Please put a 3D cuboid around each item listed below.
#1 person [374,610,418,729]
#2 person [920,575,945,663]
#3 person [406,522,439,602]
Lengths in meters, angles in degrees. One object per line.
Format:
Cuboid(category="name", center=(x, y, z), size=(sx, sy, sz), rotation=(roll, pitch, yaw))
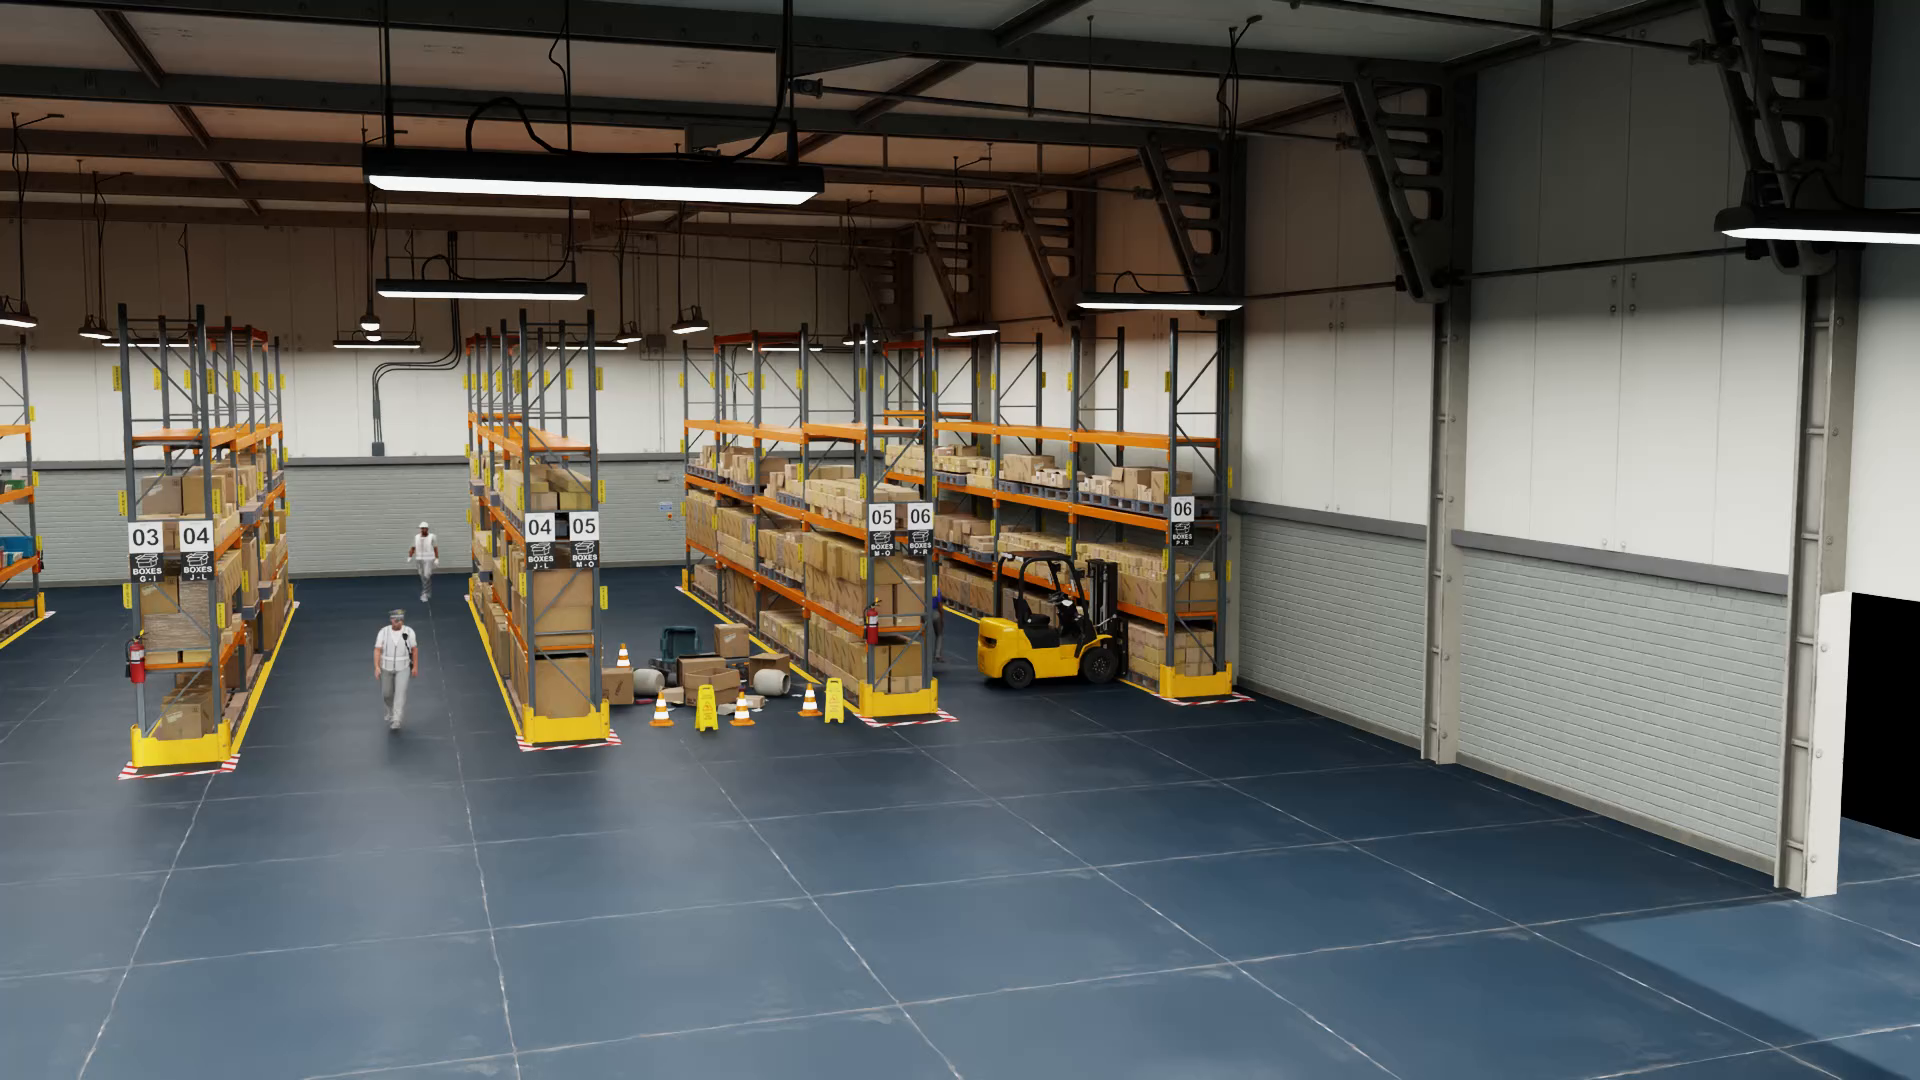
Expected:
Cuboid(category="person", center=(-8.188, 1.856, 24.133), size=(0.594, 1.699, 1.014), rotation=(-1, 6, -15))
Cuboid(category="person", center=(-0.511, 1.398, 29.282), size=(0.501, 1.644, 0.448), rotation=(0, 5, -3))
Cuboid(category="person", center=(-12.362, 0.504, 38.259), size=(0.625, 1.837, 0.571), rotation=(1, 5, 8))
